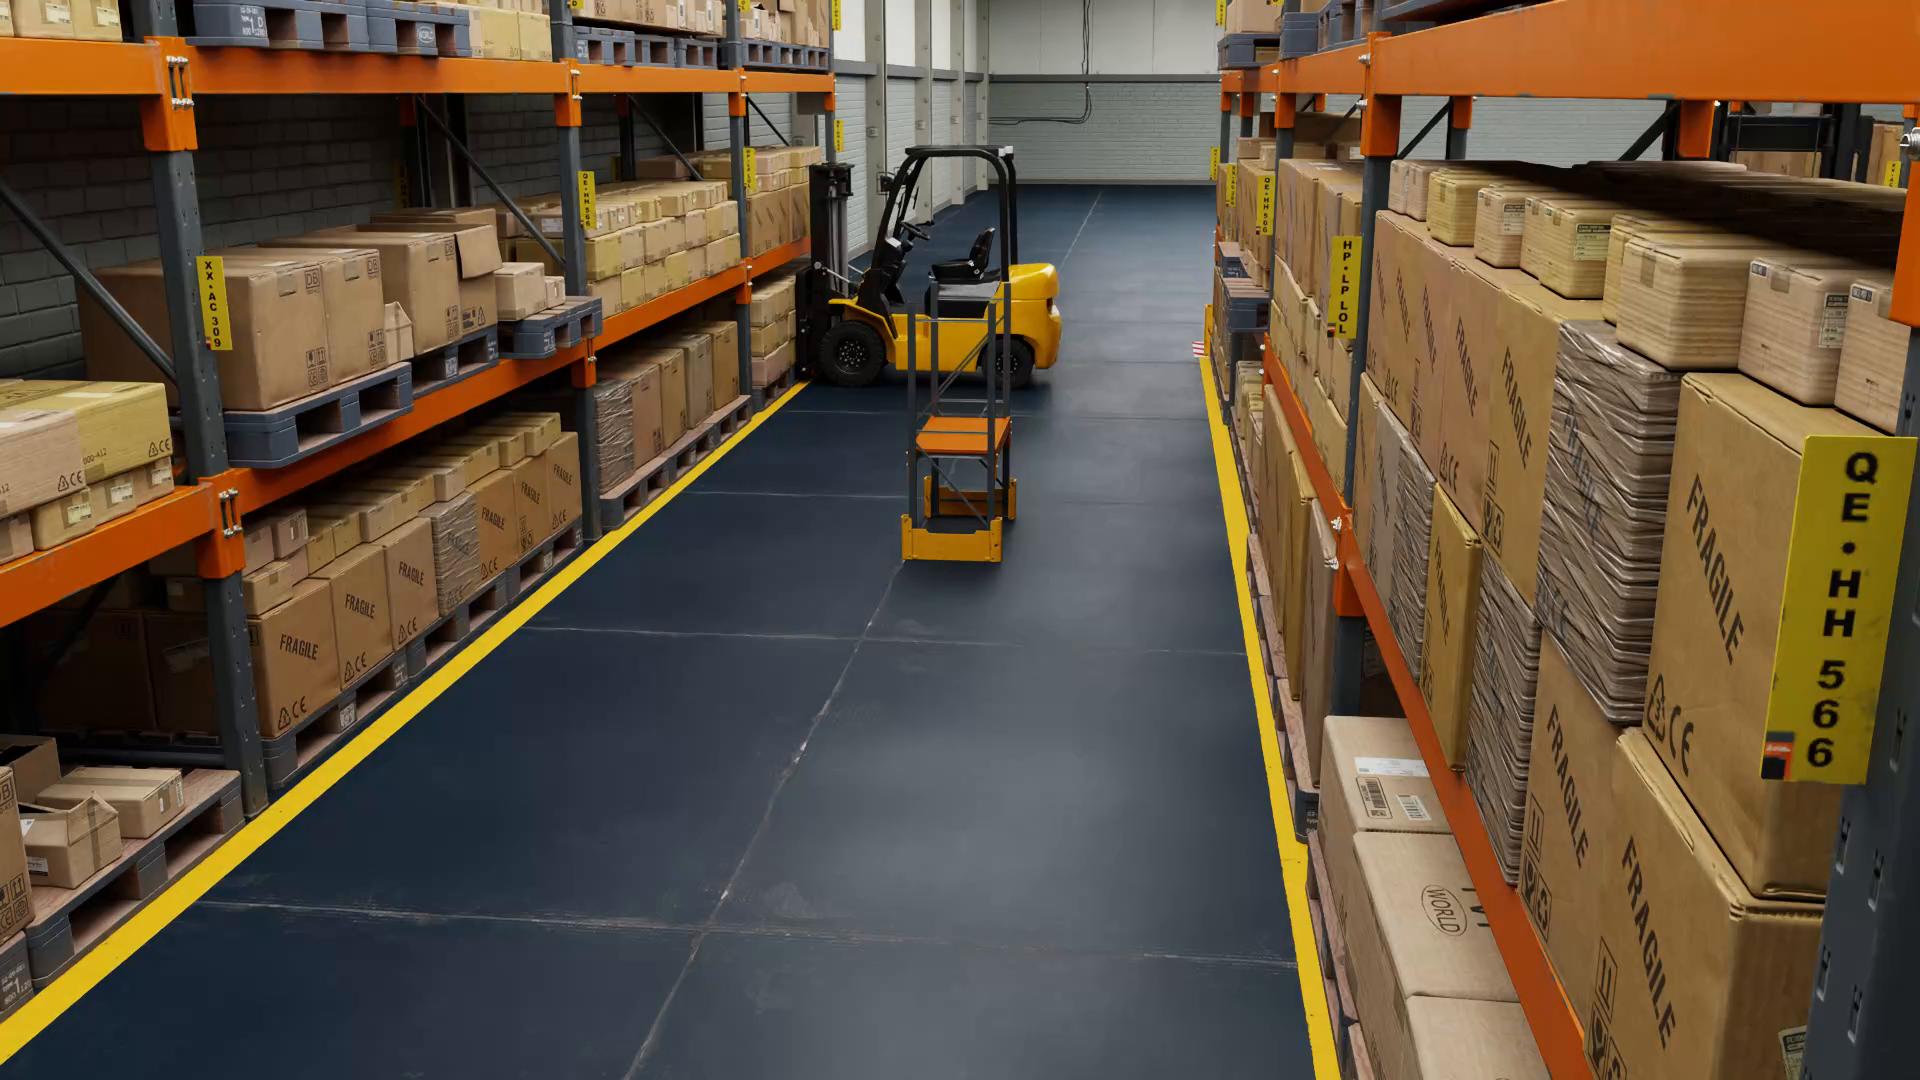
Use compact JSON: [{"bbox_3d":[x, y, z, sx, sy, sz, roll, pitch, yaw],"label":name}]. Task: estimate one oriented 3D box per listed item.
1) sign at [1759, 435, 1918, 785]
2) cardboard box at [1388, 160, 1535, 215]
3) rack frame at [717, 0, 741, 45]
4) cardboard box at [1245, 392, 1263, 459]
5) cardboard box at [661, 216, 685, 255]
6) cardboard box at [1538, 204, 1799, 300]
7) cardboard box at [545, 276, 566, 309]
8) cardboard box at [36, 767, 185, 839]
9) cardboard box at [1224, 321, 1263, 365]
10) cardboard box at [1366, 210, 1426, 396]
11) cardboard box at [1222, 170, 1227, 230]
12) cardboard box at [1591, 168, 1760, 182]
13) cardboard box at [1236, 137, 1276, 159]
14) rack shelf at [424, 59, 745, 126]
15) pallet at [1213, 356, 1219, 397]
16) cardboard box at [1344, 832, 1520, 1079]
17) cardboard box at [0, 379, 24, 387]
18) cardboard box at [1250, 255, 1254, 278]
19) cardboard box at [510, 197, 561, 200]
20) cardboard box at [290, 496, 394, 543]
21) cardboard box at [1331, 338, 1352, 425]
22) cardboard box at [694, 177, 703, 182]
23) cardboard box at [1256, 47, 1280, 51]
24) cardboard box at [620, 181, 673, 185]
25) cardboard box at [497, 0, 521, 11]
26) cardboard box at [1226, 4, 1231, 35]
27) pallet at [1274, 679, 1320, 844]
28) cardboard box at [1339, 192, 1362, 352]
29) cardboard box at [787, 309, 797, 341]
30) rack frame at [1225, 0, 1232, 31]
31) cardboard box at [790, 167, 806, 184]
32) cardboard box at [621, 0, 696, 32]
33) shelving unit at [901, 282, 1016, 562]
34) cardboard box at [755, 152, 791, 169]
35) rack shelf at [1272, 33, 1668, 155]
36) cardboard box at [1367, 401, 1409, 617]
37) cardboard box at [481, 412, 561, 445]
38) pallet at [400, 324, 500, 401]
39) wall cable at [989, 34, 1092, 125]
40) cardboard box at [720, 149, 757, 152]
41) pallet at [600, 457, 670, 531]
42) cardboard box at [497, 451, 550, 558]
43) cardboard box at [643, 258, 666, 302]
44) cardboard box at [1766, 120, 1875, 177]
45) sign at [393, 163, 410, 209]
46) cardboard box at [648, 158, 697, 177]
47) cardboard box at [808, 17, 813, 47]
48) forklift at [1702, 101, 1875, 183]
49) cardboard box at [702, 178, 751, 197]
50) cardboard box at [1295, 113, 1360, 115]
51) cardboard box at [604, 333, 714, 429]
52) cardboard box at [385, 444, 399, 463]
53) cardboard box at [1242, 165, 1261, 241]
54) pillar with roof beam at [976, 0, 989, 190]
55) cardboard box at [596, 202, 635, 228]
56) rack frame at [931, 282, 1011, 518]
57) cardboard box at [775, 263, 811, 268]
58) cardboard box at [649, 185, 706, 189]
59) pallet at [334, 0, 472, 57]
[{"bbox_3d":[0.792,0.067,1.497,0.100,0.325,0.005,2,15,6],"label":"sign"},{"bbox_3d":[1.487,-1.048,4.940,0.380,0.149,0.250,1,15,5],"label":"cardboard box"},{"bbox_3d":[-2.249,-5.394,12.870,1.000,3.000,0.127,2,15,6],"label":"rack frame"},{"bbox_3d":[2.472,-0.784,11.544,0.950,0.372,0.625,2,15,8],"label":"cardboard box"},{"bbox_3d":[-2.240,-2.136,11.643,0.500,0.250,0.500,2,15,7],"label":"cardboard box"},{"bbox_3d":[1.261,-0.516,2.974,0.380,0.149,0.250,2,15,8],"label":"cardboard box"},{"bbox_3d":[-2.393,-1.360,9.123,0.380,0.149,0.250,2,15,7],"label":"cardboard box"},{"bbox_3d":[-2.923,0.904,5.731,0.380,0.149,0.250,1,15,5],"label":"cardboard box"},{"bbox_3d":[2.484,-1.751,13.919,0.500,0.500,0.500,1,15,5],"label":"cardboard box"},{"bbox_3d":[1.487,-0.692,4.869,0.500,0.500,0.500,2,15,7],"label":"cardboard box"},{"bbox_3d":[2.645,-3.069,15.002,0.500,0.500,0.500,1,15,5],"label":"cardboard box"},{"bbox_3d":[1.887,-0.903,4.406,0.380,0.149,0.250,2,15,6],"label":"cardboard box"},{"bbox_3d":[2.279,-2.949,12.512,0.380,0.149,0.250,2,15,6],"label":"cardboard box"},{"bbox_3d":[-2.474,-3.080,11.437,1.077,0.370,4.000,2,15,6],"label":"rack shelf"},{"bbox_3d":[2.859,-1.499,15.302,1.003,0.211,1.213,2,15,6],"label":"pallet"},{"bbox_3d":[1.503,1.148,4.273,0.875,0.438,0.875,1,15,5],"label":"cardboard box"},{"bbox_3d":[-3.476,-0.374,5.515,0.500,0.250,0.500,2,15,6],"label":"cardboard box"},{"bbox_3d":[2.014,-1.692,10.350,0.380,0.149,0.250,1,15,4],"label":"cardboard box"},{"bbox_3d":[-2.846,-2.247,11.292,0.380,0.149,0.250,1,15,5],"label":"cardboard box"},{"bbox_3d":[-2.792,-0.094,7.503,0.380,0.149,0.250,2,15,6],"label":"cardboard box"},{"bbox_3d":[1.589,-0.568,5.847,0.500,0.250,0.500,2,15,6],"label":"cardboard box"},{"bbox_3d":[-2.436,-3.085,14.389,0.380,0.149,0.250,2,15,8],"label":"cardboard box"},{"bbox_3d":[2.466,-3.995,13.160,0.500,0.250,0.500,2,15,6],"label":"cardboard box"},{"bbox_3d":[-2.502,-2.775,13.242,0.380,0.149,0.250,1,15,5],"label":"cardboard box"},{"bbox_3d":[-2.550,-2.863,8.780,0.380,0.149,0.250,1,15,5],"label":"cardboard box"},{"bbox_3d":[2.219,-3.791,12.173,0.500,0.250,0.500,1,15,5],"label":"cardboard box"},{"bbox_3d":[1.793,0.866,6.555,1.003,0.211,1.213,2,15,6],"label":"pallet"},{"bbox_3d":[1.582,-0.932,5.755,0.500,0.500,0.500,2,15,8],"label":"cardboard box"},{"bbox_3d":[-1.764,-1.992,15.287,0.500,0.250,0.500,2,15,6],"label":"cardboard box"},{"bbox_3d":[3.135,-6.286,16.170,1.000,3.000,0.127,2,15,6],"label":"rack frame"},{"bbox_3d":[-1.679,-3.465,15.796,0.380,0.149,0.250,2,15,7],"label":"cardboard box"},{"bbox_3d":[-2.175,-3.760,11.749,0.500,0.311,0.500,1,15,4],"label":"cardboard box"},{"bbox_3d":[0.009,-0.744,10.039,0.587,1.500,1.083,2,15,6],"label":"shelving unit"},{"bbox_3d":[-1.796,-3.543,15.515,0.380,0.149,0.250,2,15,7],"label":"cardboard box"},{"bbox_3d":[2.007,-1.897,7.064,1.077,0.370,4.000,2,15,6],"label":"rack shelf"},{"bbox_3d":[1.407,-0.082,4.526,0.500,0.500,0.500,2,15,7],"label":"cardboard box"},{"bbox_3d":[-2.504,-0.634,9.502,0.380,0.149,0.250,1,15,4],"label":"cardboard box"},{"bbox_3d":[-2.915,-0.863,7.976,1.003,0.211,1.213,2,15,6],"label":"pallet"},{"bbox_3d":[2.260,-13.284,47.999,3.097,2.526,0.112,2,15,6],"label":"wall cable"},{"bbox_3d":[-2.174,-3.691,16.061,0.380,0.149,0.250,2,15,8],"label":"cardboard box"},{"bbox_3d":[-2.568,-0.327,10.966,1.003,0.211,1.213,2,15,6],"label":"pallet"},{"bbox_3d":[-2.601,-0.211,9.180,0.500,0.500,0.500,1,15,5],"label":"cardboard box"},{"bbox_3d":[-2.294,-1.760,11.212,0.500,0.250,0.500,1,15,4],"label":"cardboard box"},{"bbox_3d":[7.816,-3.483,14.939,0.875,0.550,0.550,2,15,6],"label":"cardboard box"},{"bbox_3d":[-3.252,-2.035,9.723,0.100,0.325,0.005,2,15,6],"label":"sign"},{"bbox_3d":[-2.443,-3.158,14.092,0.380,0.149,0.250,1,15,5],"label":"cardboard box"},{"bbox_3d":[-1.618,-4.880,15.977,0.396,0.266,0.258,2,15,6],"label":"cardboard box"},{"bbox_3d":[5.248,-1.737,10.969,1.130,2.935,3.031,6,16,22],"label":"forklift"},{"bbox_3d":[-1.951,-2.934,13.833,0.380,0.149,0.250,1,15,5],"label":"cardboard box"},{"bbox_3d":[3.274,-3.659,15.272,0.700,0.500,0.500,2,15,6],"label":"cardboard box"},{"bbox_3d":[-2.392,-1.218,12.663,0.875,0.625,0.625,2,15,6],"label":"cardboard box"},{"bbox_3d":[-3.197,-0.441,8.787,0.380,0.149,0.250,1,15,4],"label":"cardboard box"},{"bbox_3d":[2.173,-2.243,11.144,0.500,0.500,0.500,1,15,4],"label":"cardboard box"},{"bbox_3d":[4.891,-13.931,44.443,9.100,9.000,0.400,2,15,6],"label":"pillar with roof beam"},{"bbox_3d":[-2.322,-2.101,10.750,0.380,0.149,0.250,2,15,7],"label":"cardboard box"},{"bbox_3d":[0.067,-0.878,10.536,0.500,1.500,0.032,2,15,6],"label":"rack frame"},{"bbox_3d":[-1.591,-2.632,16.698,0.500,0.250,0.500,2,15,7],"label":"cardboard box"},{"bbox_3d":[-2.158,-2.635,12.725,0.380,0.149,0.250,2,15,6],"label":"cardboard box"},{"bbox_3d":[-2.894,-2.216,7.226,1.213,0.211,1.003,2,15,6],"label":"pallet"}]
